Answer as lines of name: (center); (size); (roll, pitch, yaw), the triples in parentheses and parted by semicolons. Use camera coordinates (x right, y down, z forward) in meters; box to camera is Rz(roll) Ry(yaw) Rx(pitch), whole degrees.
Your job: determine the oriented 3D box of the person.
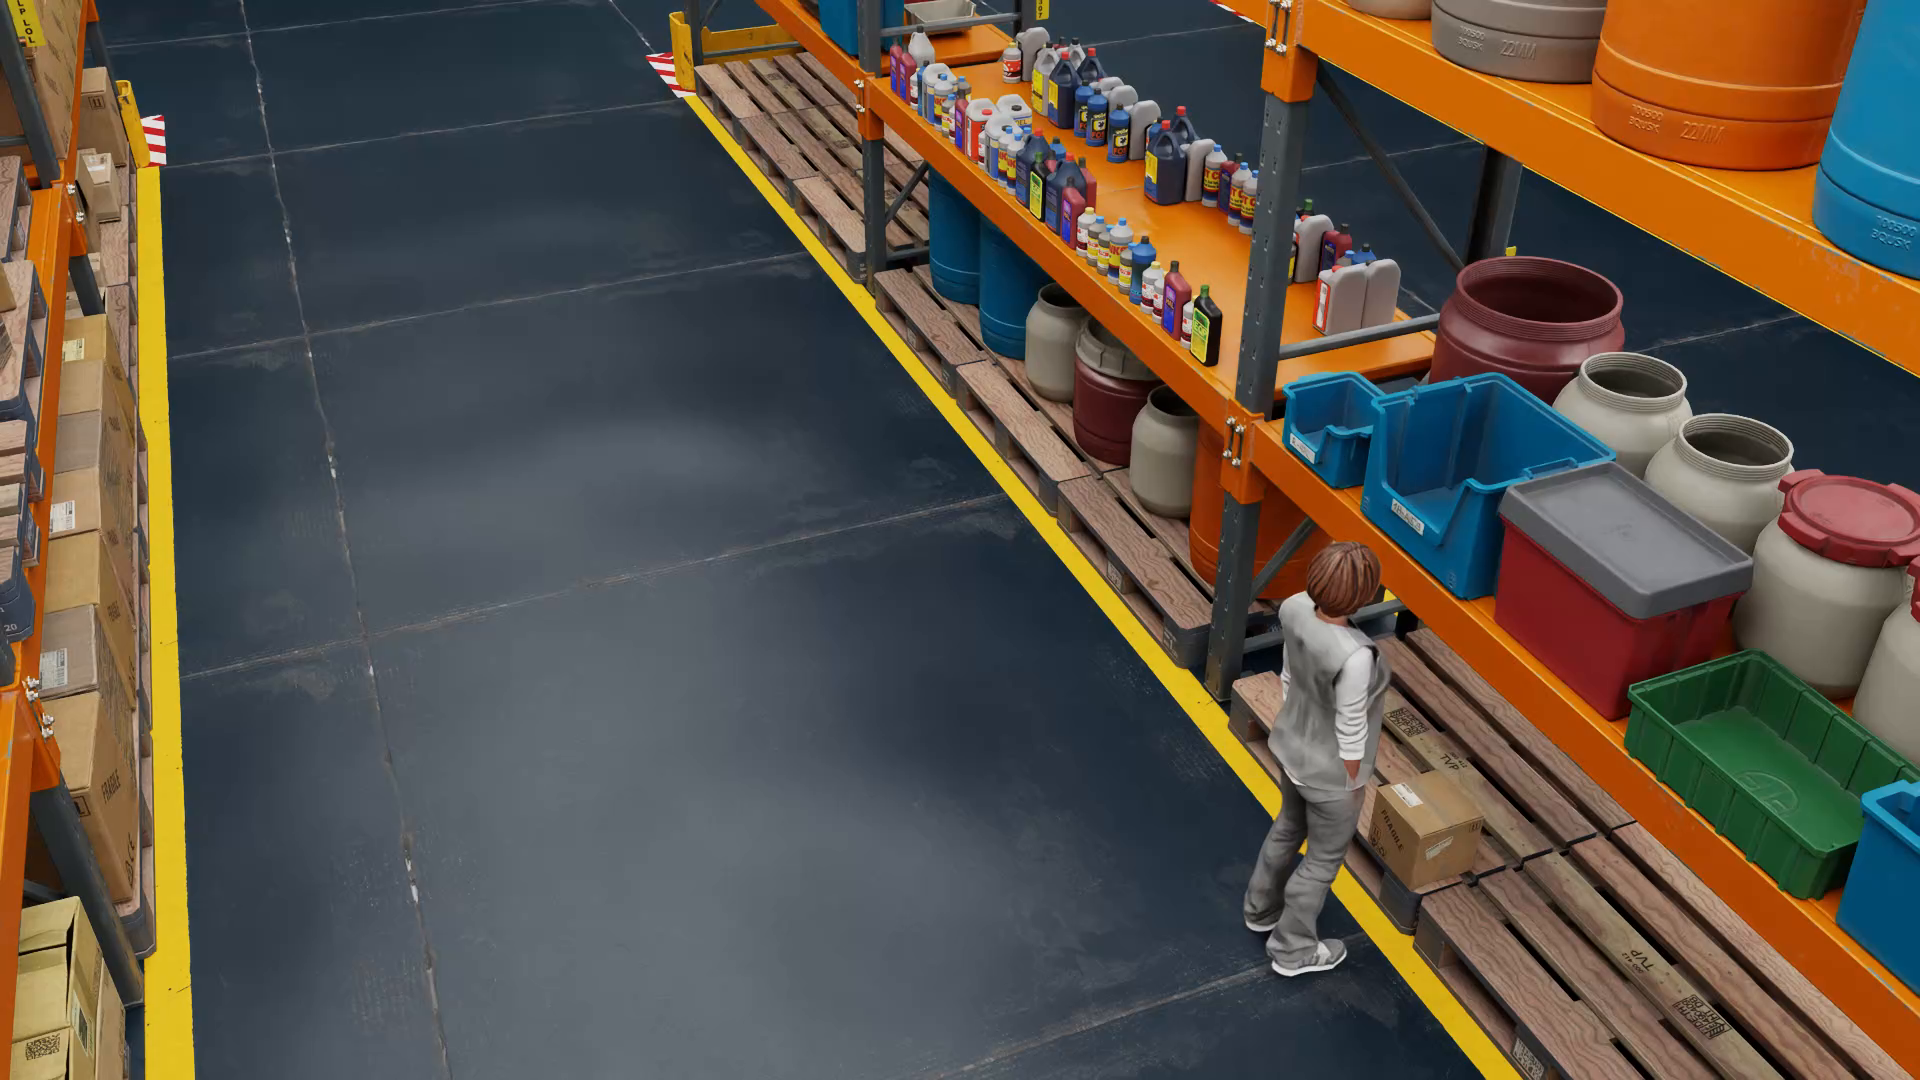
person: (1.107, 0.673, 5.154); (0.310, 1.597, 0.406); (-12, 36, -18)
